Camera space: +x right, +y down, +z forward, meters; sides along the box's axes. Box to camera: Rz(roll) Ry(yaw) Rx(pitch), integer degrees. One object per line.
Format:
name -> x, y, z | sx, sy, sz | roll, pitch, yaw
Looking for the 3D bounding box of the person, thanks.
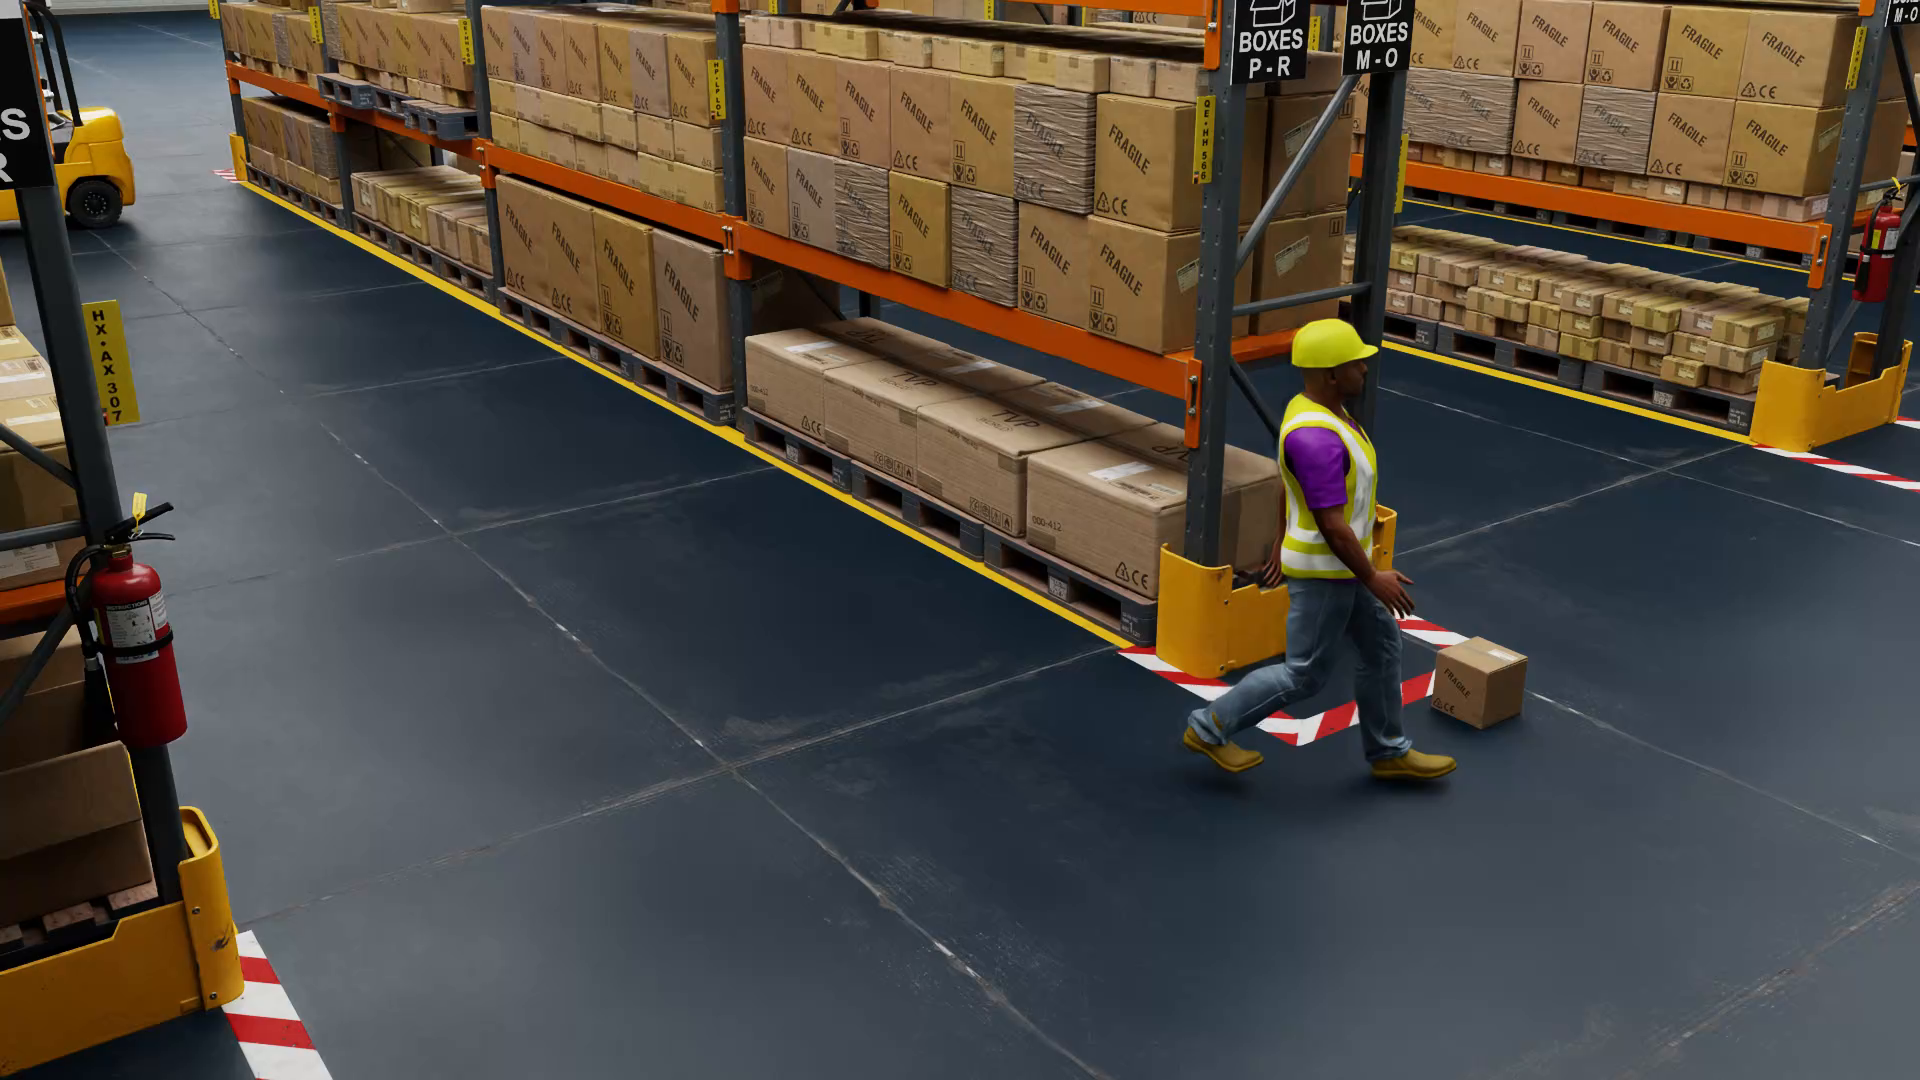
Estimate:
person -> 1.329, 0.077, 5.872 | 0.985, 1.725, 0.580 | 6, 22, 15
